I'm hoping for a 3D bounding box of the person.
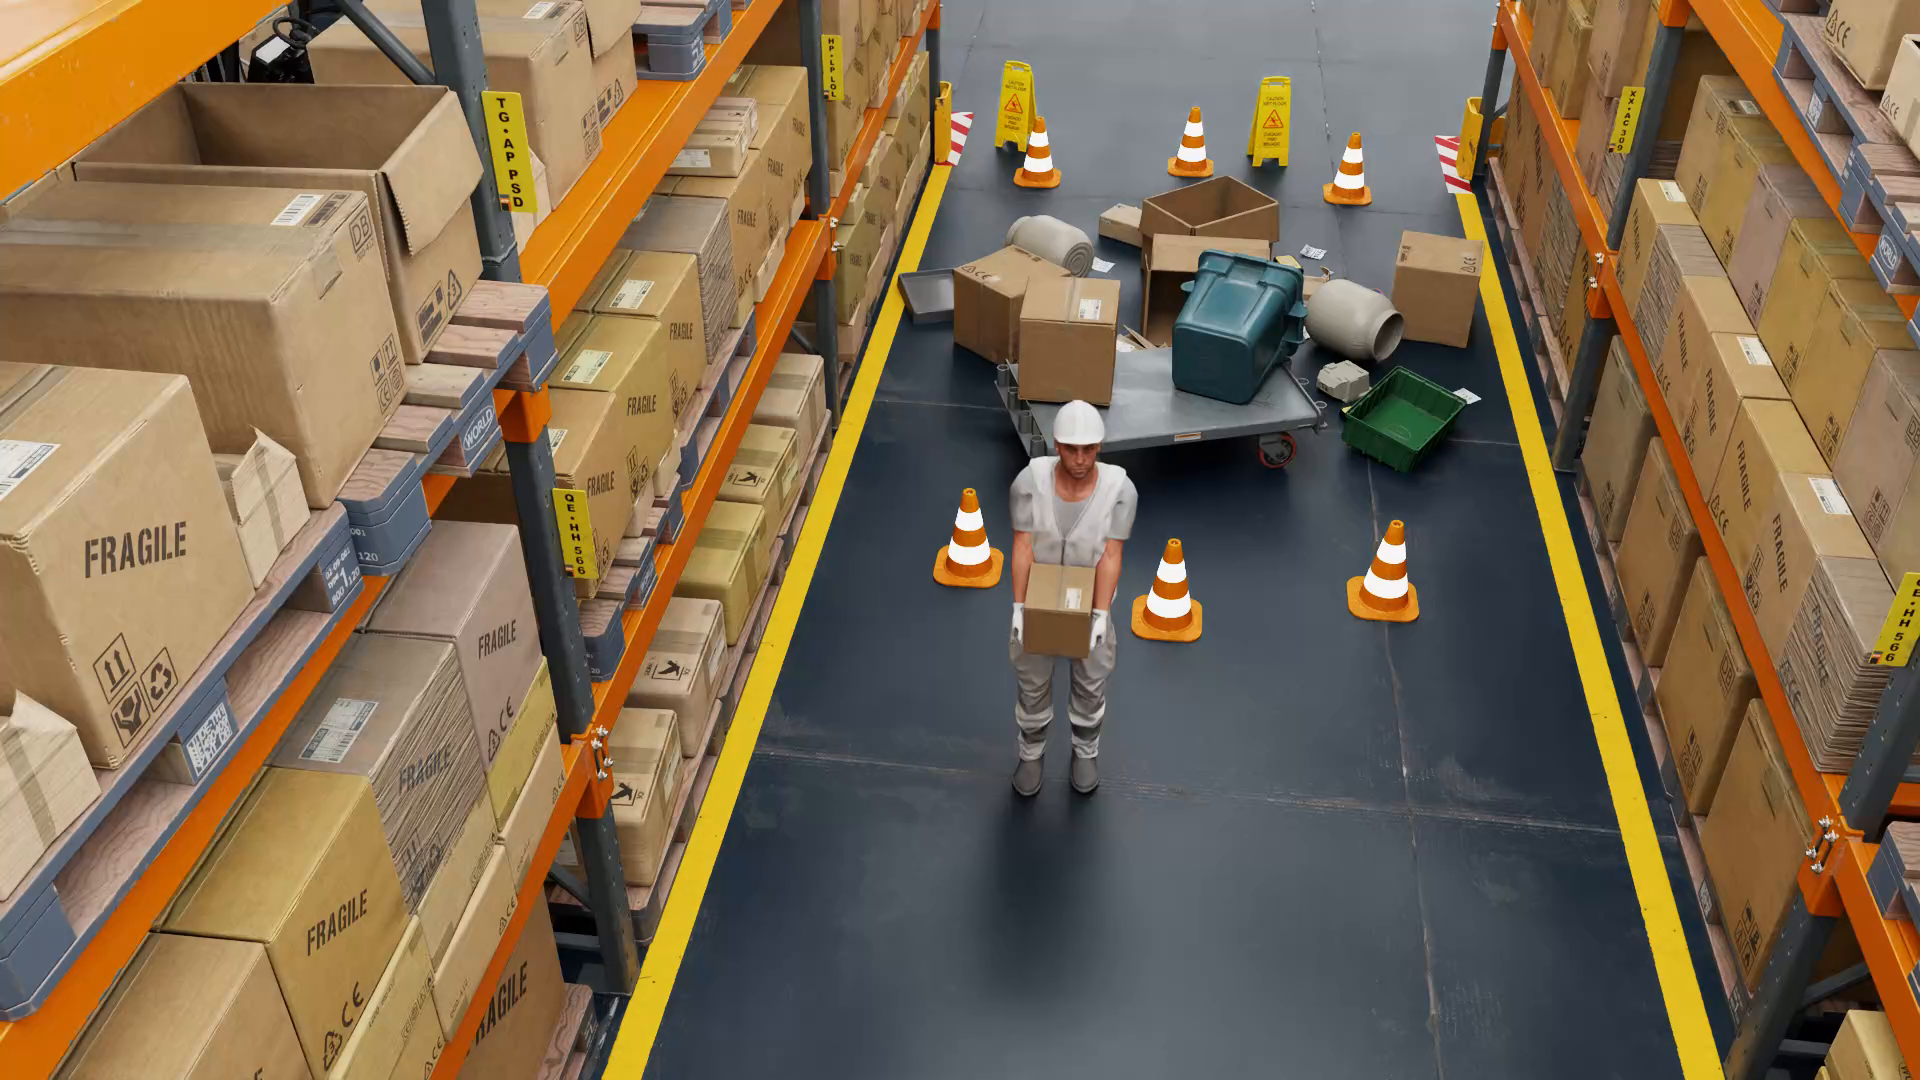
[{"bbox_3d":[0.420,0.301,6.605,0.495,1.785,0.552,5,36,6],"label":"person"}]
